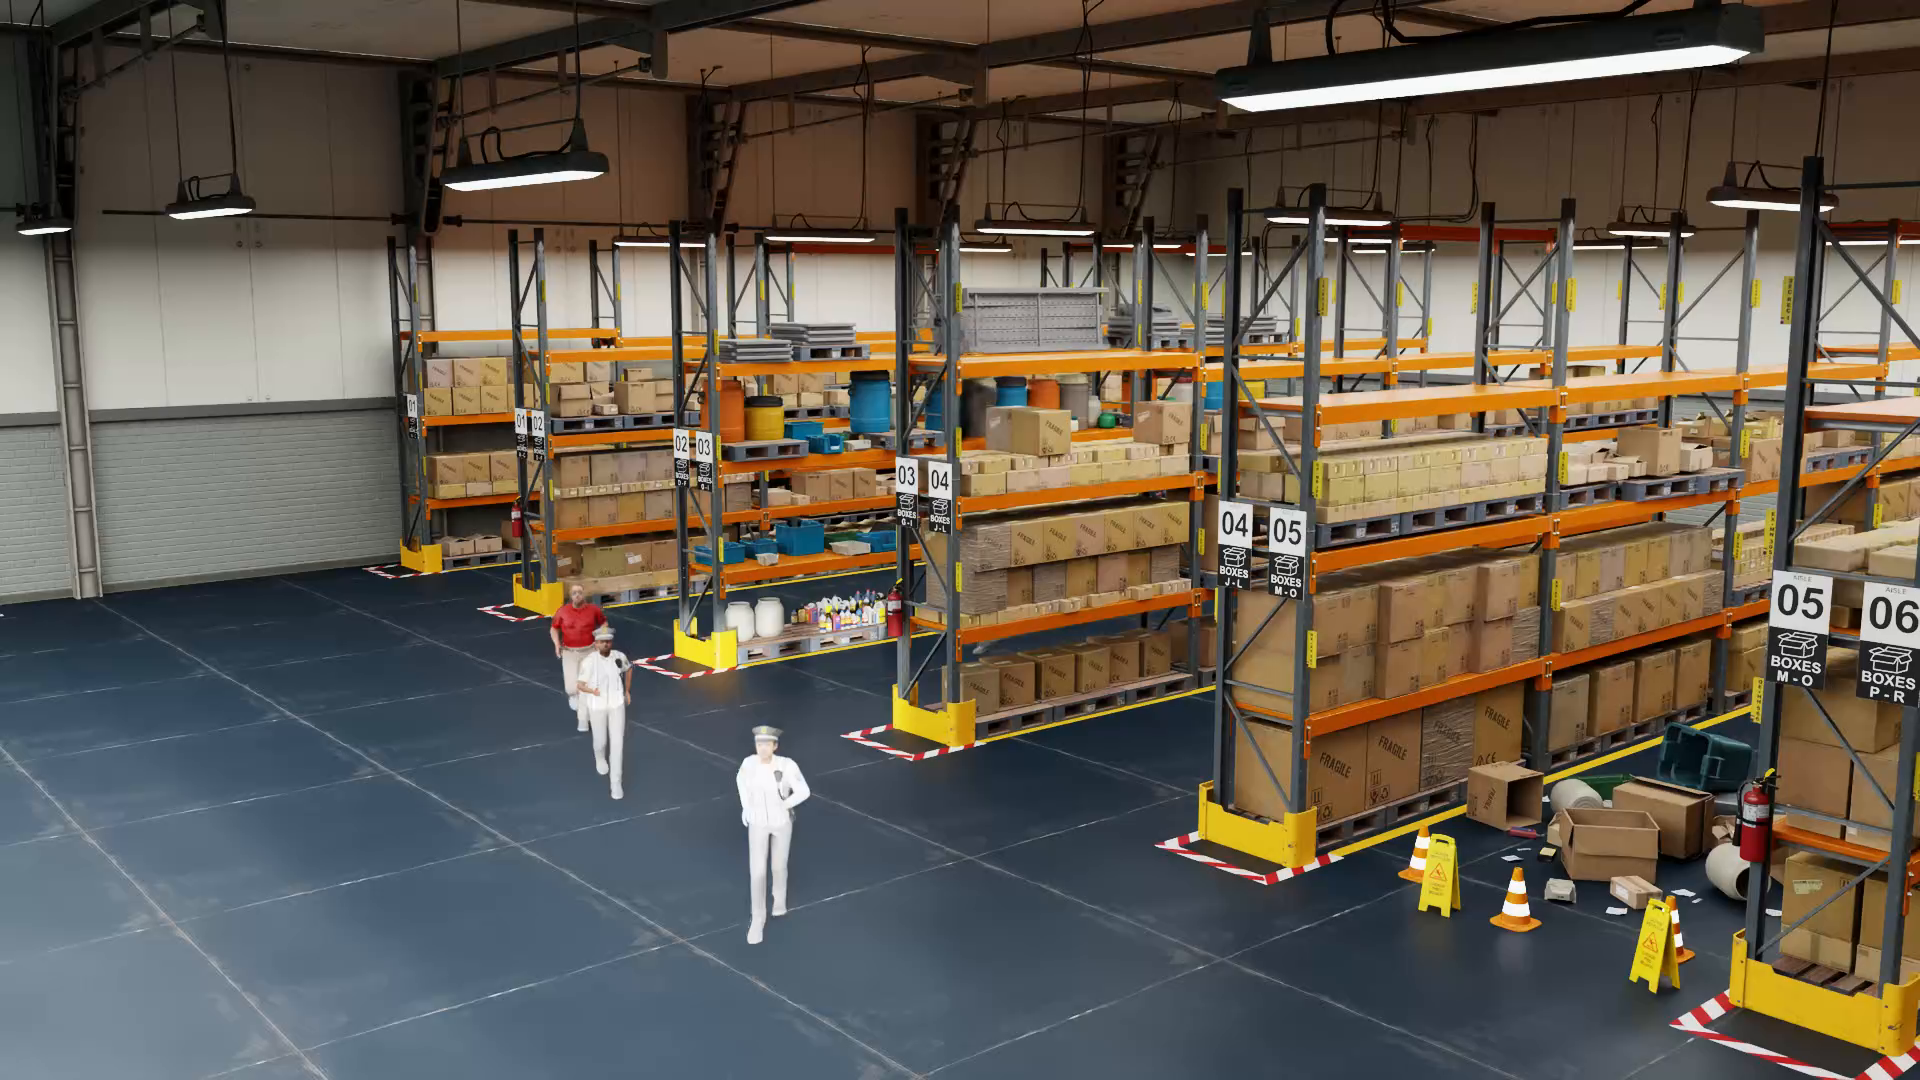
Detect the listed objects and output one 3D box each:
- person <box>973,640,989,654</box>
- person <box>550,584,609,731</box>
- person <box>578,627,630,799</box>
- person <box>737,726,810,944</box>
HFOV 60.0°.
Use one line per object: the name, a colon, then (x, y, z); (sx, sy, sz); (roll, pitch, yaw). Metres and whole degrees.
person: (0.291, 0.674, 22.080); (0.634, 1.677, 0.461); (7, 11, 40)
person: (-4.470, 1.348, 19.576); (0.668, 1.699, 0.736); (-2, 9, -11)
person: (-3.620, 1.714, 17.021); (0.541, 1.699, 0.923); (-3, 9, -17)
person: (-1.499, 2.305, 13.335); (0.606, 1.743, 0.753); (0, 9, -1)
